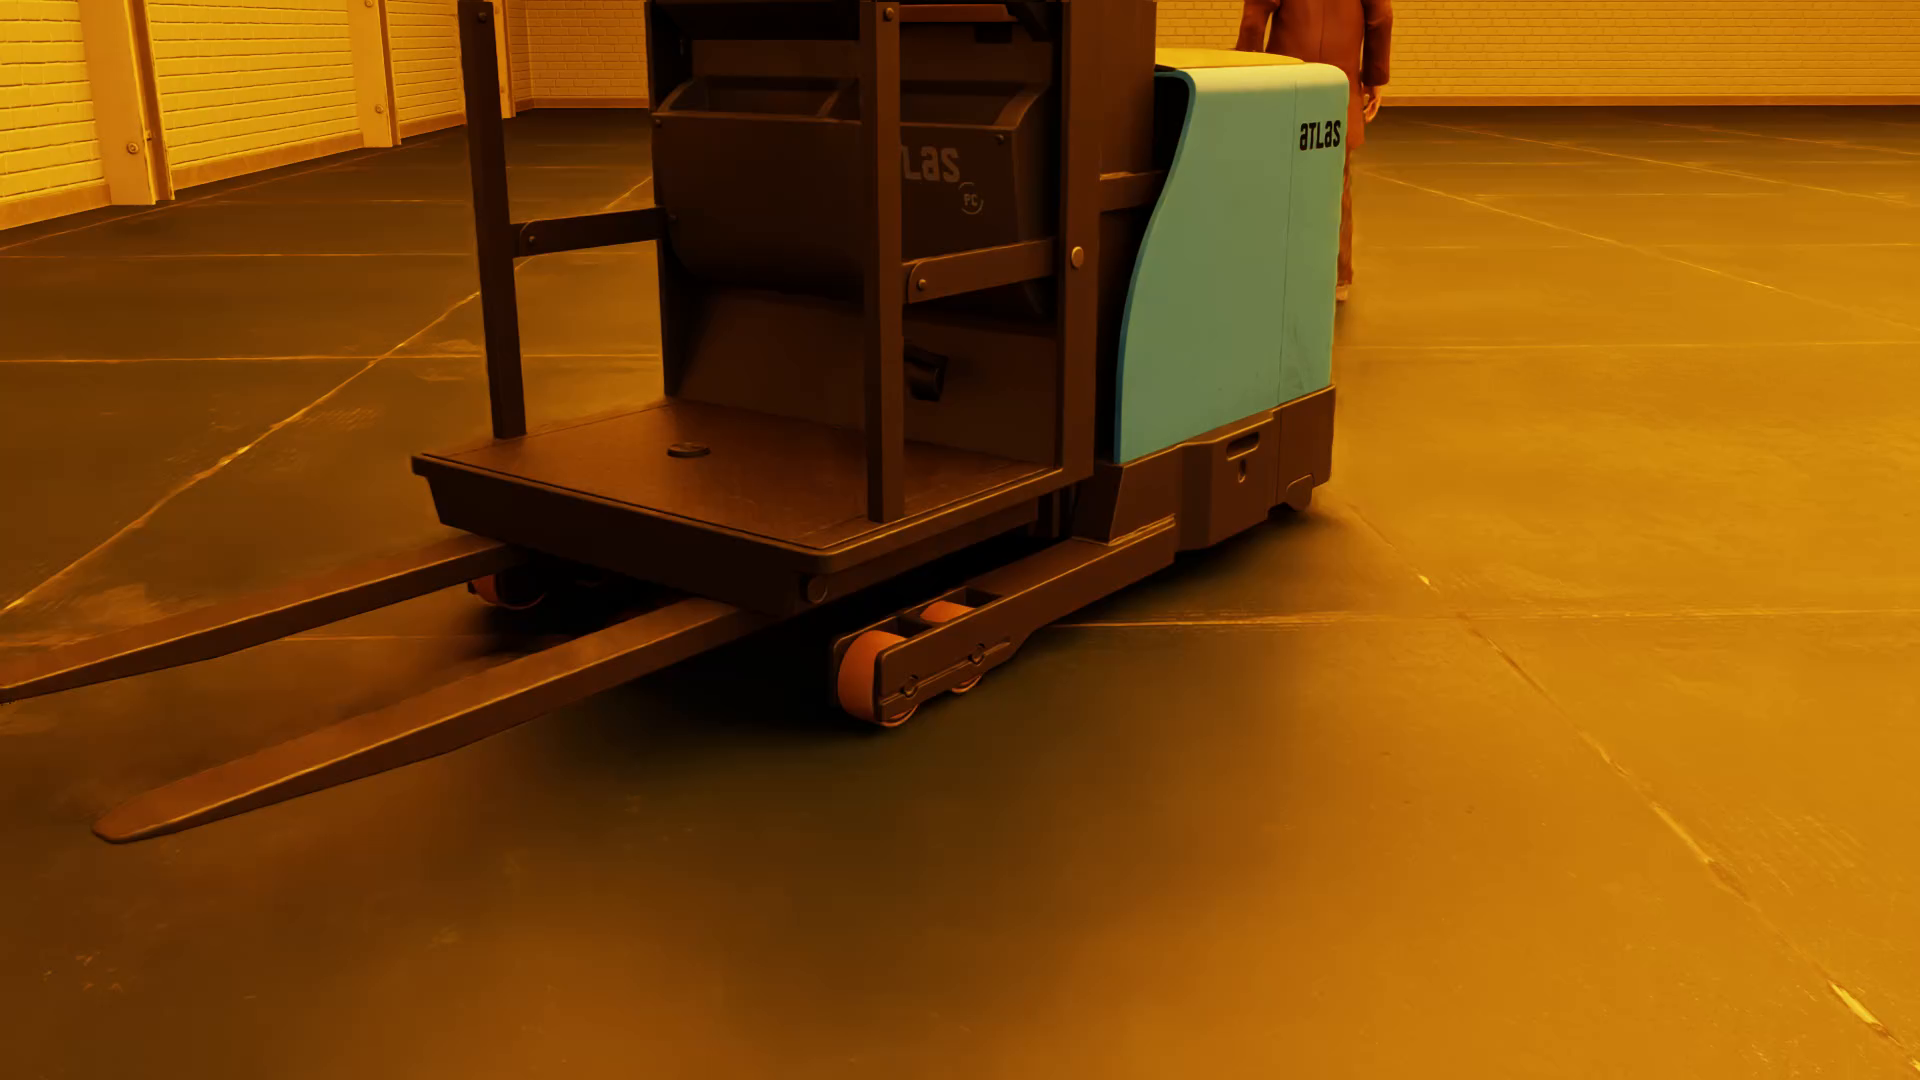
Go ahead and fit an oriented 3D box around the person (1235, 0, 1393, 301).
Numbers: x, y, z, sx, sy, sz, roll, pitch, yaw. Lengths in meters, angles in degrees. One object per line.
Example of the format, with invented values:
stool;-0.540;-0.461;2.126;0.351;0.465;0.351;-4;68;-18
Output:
person;1.496;-1.919;7.178;0.683;1.793;0.495;0;17;0

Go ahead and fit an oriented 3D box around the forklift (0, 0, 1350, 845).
forklift;-0.359;-1.241;2.963;1.130;2.935;3.031;13;21;35
